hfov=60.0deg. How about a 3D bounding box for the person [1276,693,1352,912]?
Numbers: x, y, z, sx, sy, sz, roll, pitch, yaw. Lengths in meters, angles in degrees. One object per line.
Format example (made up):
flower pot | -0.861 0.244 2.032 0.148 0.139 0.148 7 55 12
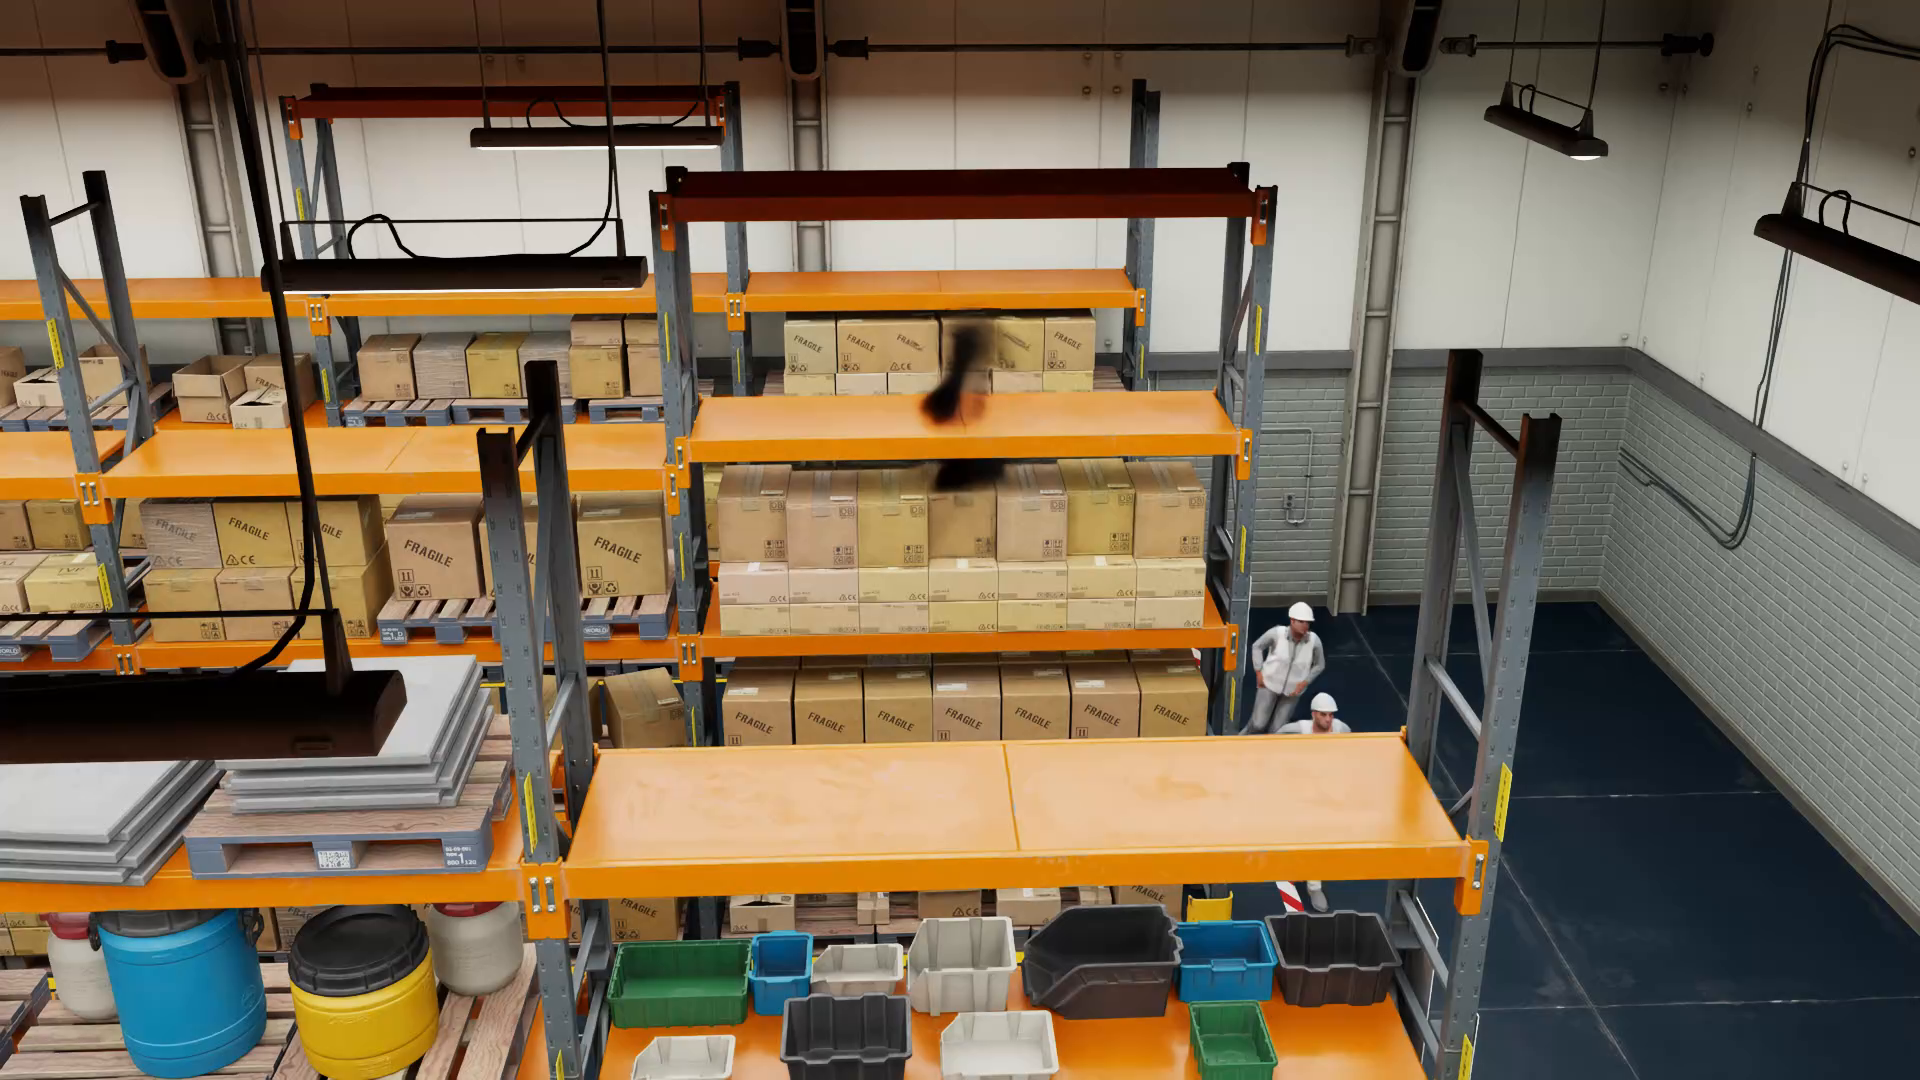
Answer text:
person | 2.923 2.038 13.742 0.665 1.777 1.010 -5 23 -13

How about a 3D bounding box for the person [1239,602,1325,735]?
person | 3.027 1.341 15.606 0.748 1.672 0.540 3 22 6
